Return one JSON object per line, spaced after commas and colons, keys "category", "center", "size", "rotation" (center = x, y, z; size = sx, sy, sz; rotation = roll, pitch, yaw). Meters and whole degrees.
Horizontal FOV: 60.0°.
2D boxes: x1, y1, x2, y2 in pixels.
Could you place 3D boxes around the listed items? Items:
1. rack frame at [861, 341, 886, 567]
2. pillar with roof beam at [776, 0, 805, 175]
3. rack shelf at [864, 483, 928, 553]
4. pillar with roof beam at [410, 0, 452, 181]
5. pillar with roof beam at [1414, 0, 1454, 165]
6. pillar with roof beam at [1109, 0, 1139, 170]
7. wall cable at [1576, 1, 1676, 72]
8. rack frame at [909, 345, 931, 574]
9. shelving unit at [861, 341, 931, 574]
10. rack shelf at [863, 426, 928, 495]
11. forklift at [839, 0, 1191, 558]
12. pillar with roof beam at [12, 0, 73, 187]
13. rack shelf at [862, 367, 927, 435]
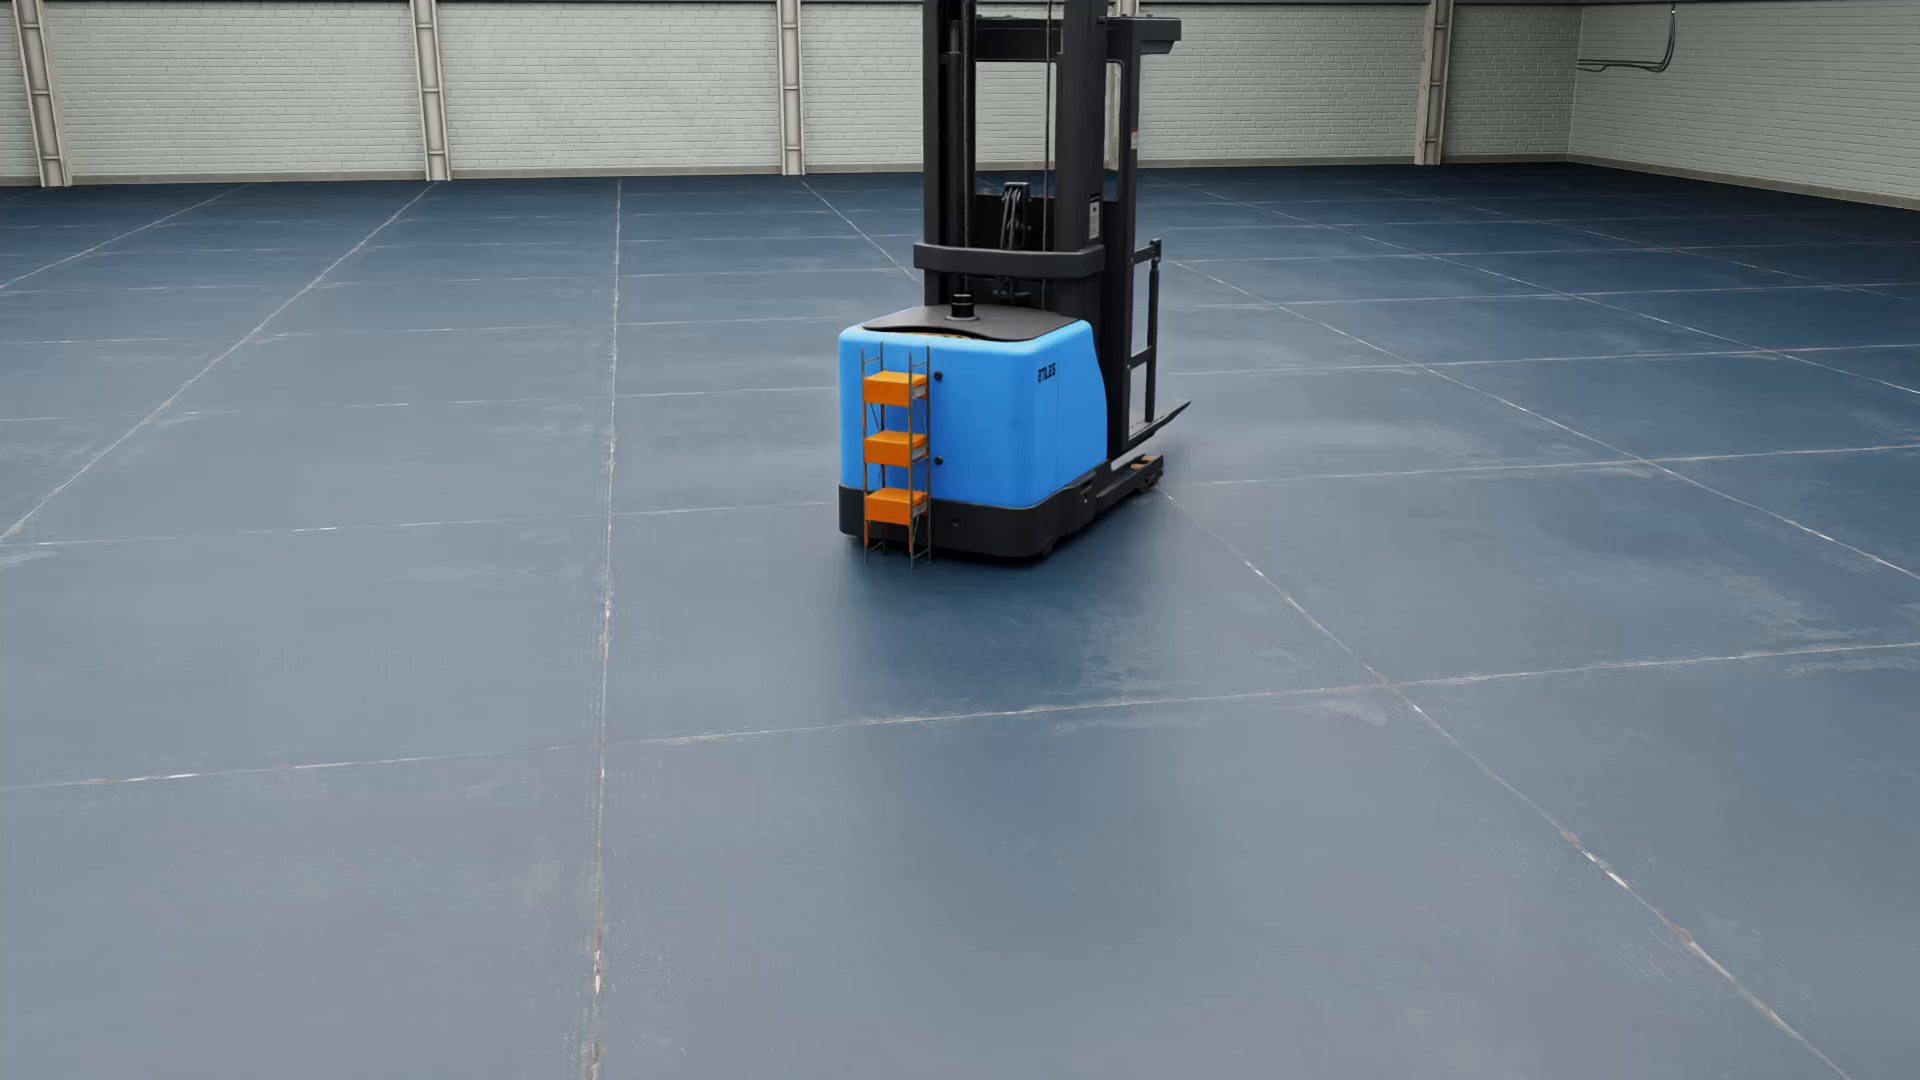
{"category": "rack frame", "center": [-0.405, -0.399, 7.822], "size": [0.008, 1.050, 0.200], "rotation": [8, 19, 24]}
{"category": "pillar with roof beam", "center": [-2.126, -9.509, 23.944], "size": [0.400, 9.000, 9.100], "rotation": [-3, 17, -10]}
{"category": "rack shelf", "center": [-0.295, -0.108, 7.856], "size": [0.240, 0.259, 0.215], "rotation": [8, 19, 24]}
{"category": "pillar with roof beam", "center": [-8.017, -9.175, 22.856], "size": [0.400, 9.000, 9.100], "rotation": [-3, 17, -10]}
{"category": "pillar with roof beam", "center": [9.656, -10.177, 26.120], "size": [0.400, 9.000, 9.100], "rotation": [-3, 17, -10]}
{"category": "pillar with roof beam", "center": [3.765, -9.843, 25.032], "size": [0.400, 9.000, 9.100], "rotation": [-3, 17, -10]}
{"category": "wall cable", "center": [11.983, -9.717, 29.909], "size": [0.112, 2.526, 3.097], "rotation": [-3, 17, -10]}
{"category": "rack frame", "center": [-0.185, -0.368, 7.722], "size": [0.008, 1.050, 0.200], "rotation": [8, 19, 24]}
{"category": "shelving unit", "center": [-0.295, -0.383, 7.772], "size": [0.252, 1.050, 0.215], "rotation": [8, 19, 24]}
{"category": "rack shelf", "center": [-0.295, -0.373, 7.775], "size": [0.240, 0.259, 0.215], "rotation": [8, 19, 24]}
{"category": "forklift", "center": [0.491, -1.705, 8.873], "size": [1.130, 2.935, 3.031], "rotation": [8, 19, 24]}
{"category": "pillar with roof beam", "center": [-13.908, -8.840, 21.768], "size": [0.400, 9.000, 9.100], "rotation": [-3, 17, -10]}
{"category": "rack shelf", "center": [-0.295, -0.644, 7.691], "size": [0.240, 0.259, 0.215], "rotation": [8, 19, 24]}
